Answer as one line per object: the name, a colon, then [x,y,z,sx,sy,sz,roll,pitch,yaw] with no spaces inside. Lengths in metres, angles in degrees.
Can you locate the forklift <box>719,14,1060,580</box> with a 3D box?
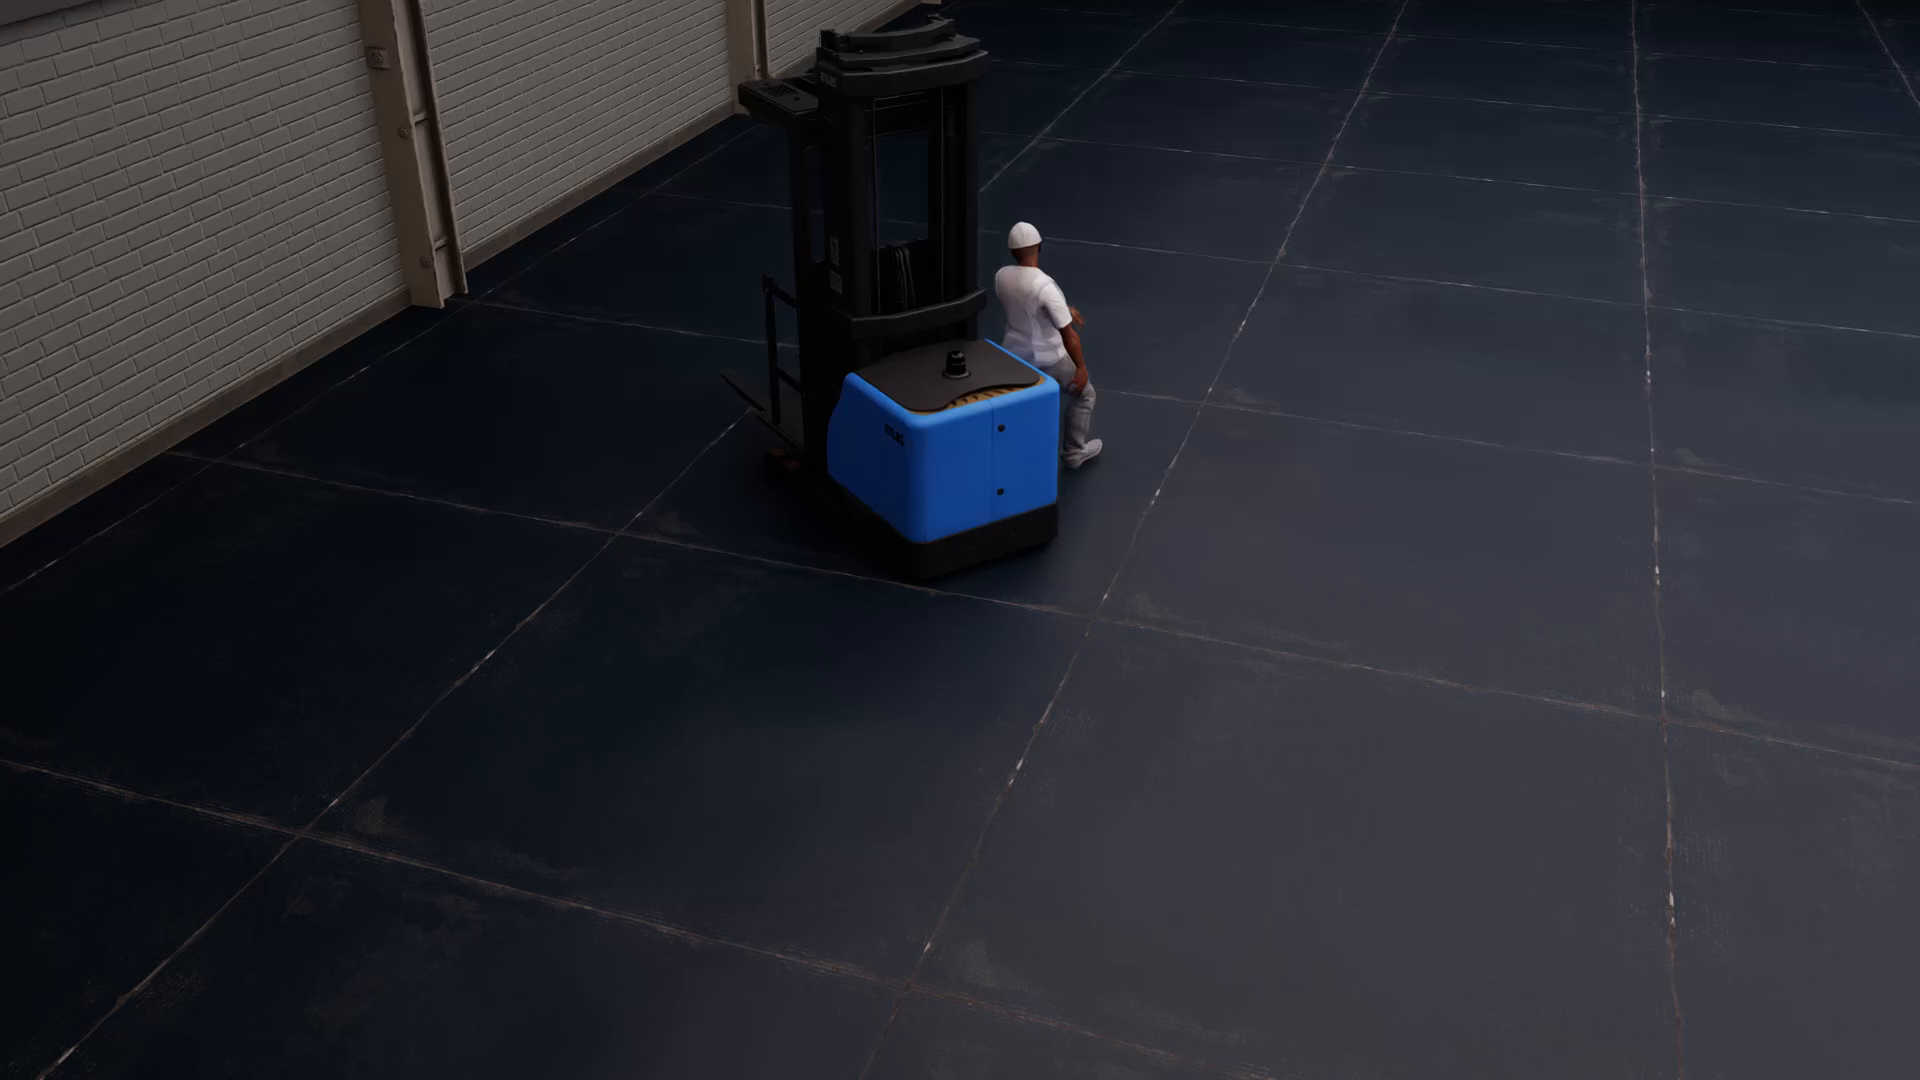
forklift: [-0.618,-1.736,10.181,1.130,2.935,3.031,-17,34,-28]

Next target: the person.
person: [0.542,-1.190,10.515,0.743,1.682,0.815,22,36,33]
